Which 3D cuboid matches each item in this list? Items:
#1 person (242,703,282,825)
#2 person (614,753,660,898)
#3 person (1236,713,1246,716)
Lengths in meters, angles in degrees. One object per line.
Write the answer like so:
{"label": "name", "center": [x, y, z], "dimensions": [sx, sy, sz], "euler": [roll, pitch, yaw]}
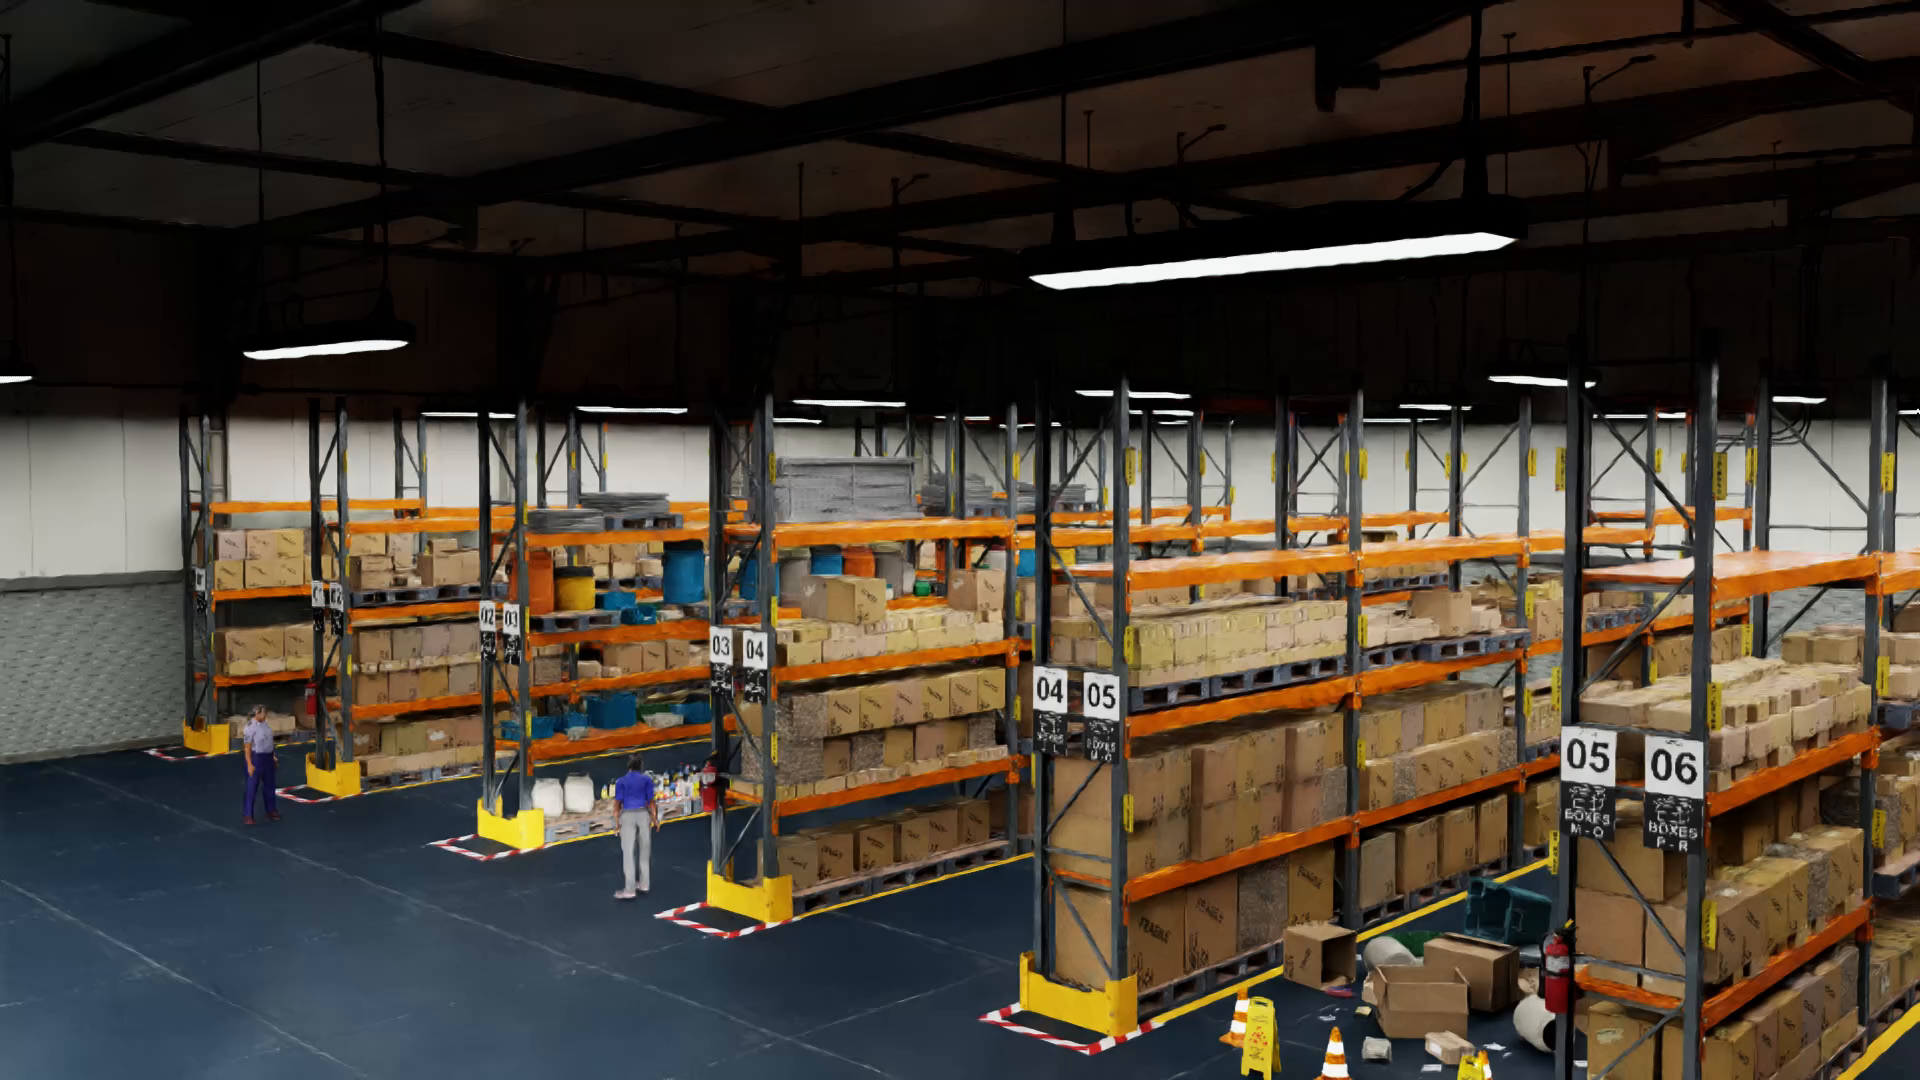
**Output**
{"label": "person", "center": [-9.758, 3.107, 23.233], "dimensions": [0.430, 1.653, 0.530], "euler": [1, 3, 15]}
{"label": "person", "center": [-3.790, 3.300, 19.419], "dimensions": [0.558, 1.652, 0.544], "euler": [-1, 3, -25]}
{"label": "person", "center": [3.769, 3.110, 22.045], "dimensions": [0.492, 1.764, 0.626], "euler": [1, 3, 17]}
